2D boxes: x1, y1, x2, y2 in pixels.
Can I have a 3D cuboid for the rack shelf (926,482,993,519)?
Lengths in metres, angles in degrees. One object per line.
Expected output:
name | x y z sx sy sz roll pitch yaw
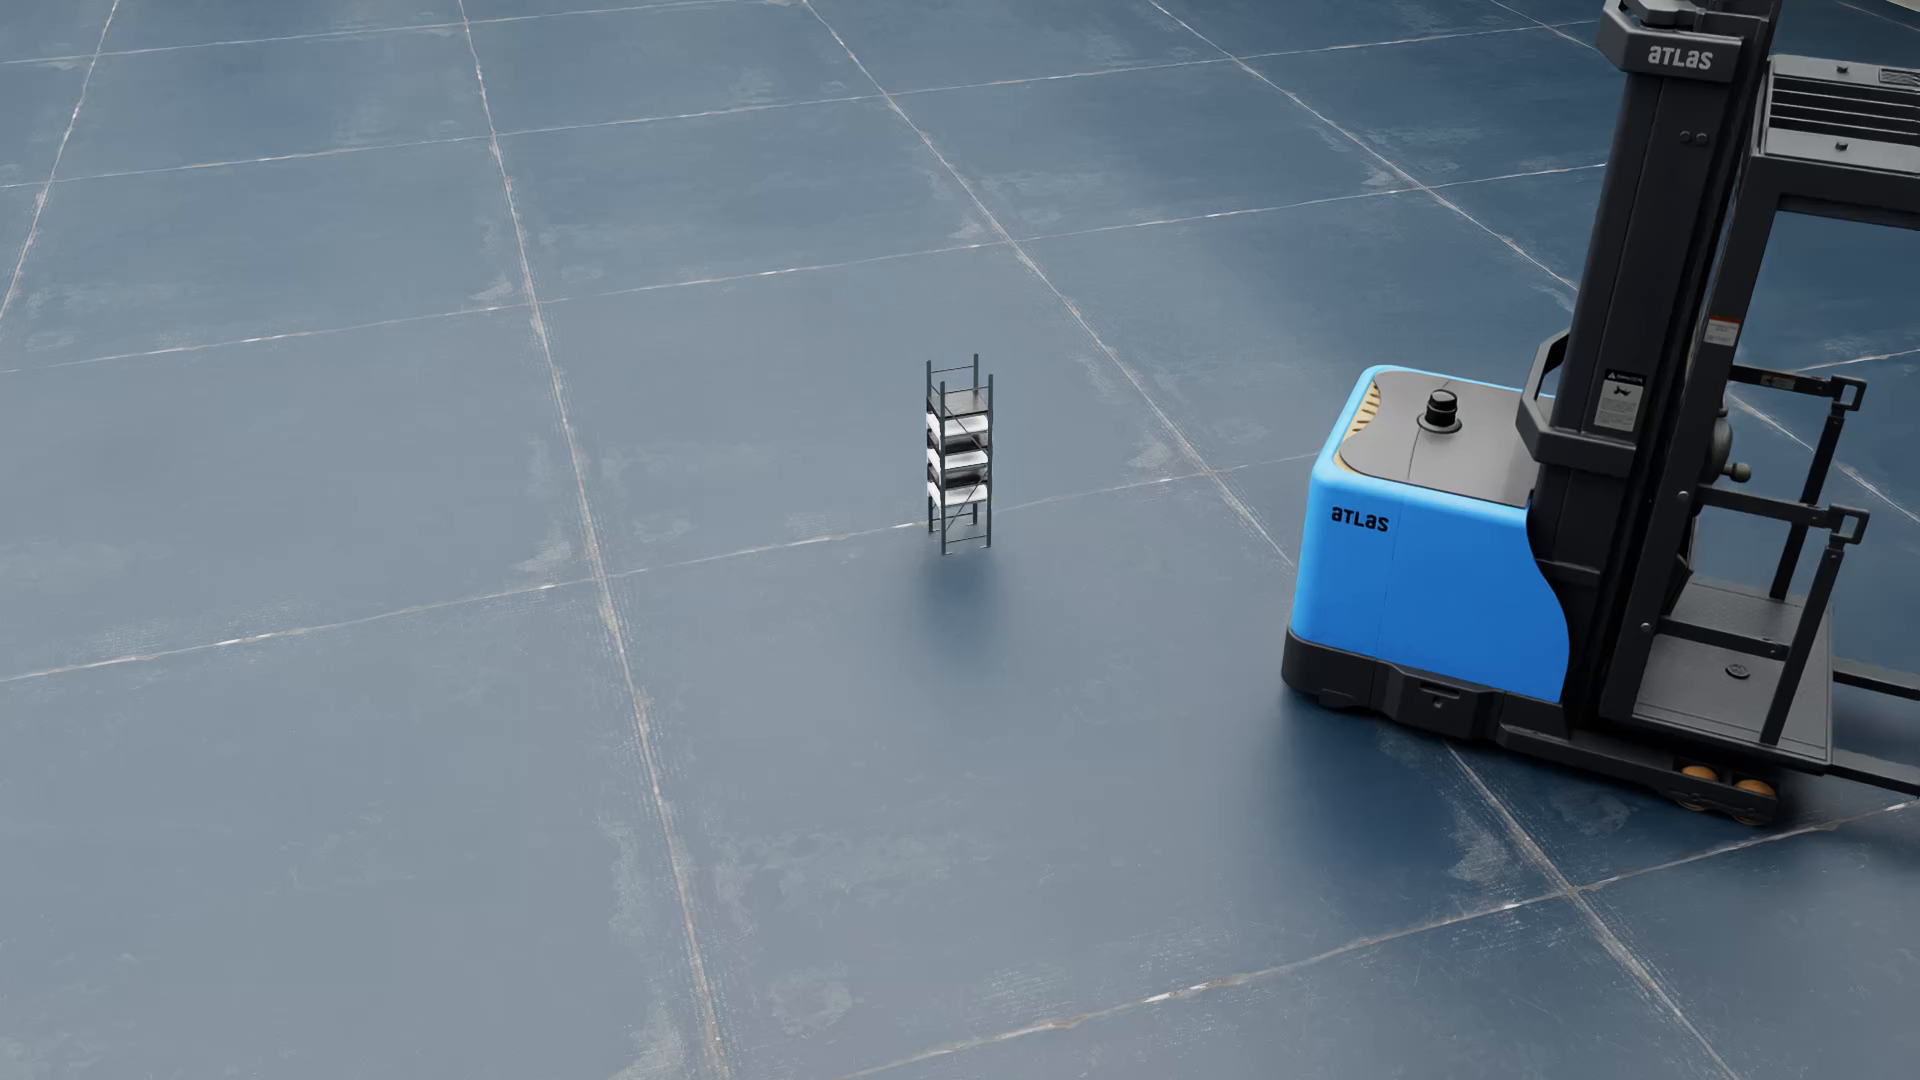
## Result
rack shelf | -0.002 -0.202 7.626 0.258 0.077 0.200 -10 35 -15

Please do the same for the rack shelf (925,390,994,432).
rack shelf | -0.002 -0.577 7.378 0.258 0.077 0.200 -10 35 -15

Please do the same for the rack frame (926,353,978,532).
rack frame | -0.033 -0.433 7.589 0.240 0.900 0.006 -10 35 -15

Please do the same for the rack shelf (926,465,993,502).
rack shelf | -0.002 -0.277 7.576 0.258 0.077 0.200 -10 35 -15

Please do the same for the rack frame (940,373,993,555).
rack frame | 0.029 -0.326 7.428 0.240 0.900 0.006 -10 35 -15

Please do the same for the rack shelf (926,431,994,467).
rack shelf | -0.002 -0.427 7.477 0.258 0.077 0.200 -10 35 -15

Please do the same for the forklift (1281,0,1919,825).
forklift | 2.873 -0.503 5.853 3.031 2.935 1.130 14 36 20

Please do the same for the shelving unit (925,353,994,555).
shelving unit | -0.002 -0.380 7.508 0.258 0.900 0.210 -10 35 -15

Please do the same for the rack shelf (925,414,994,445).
rack shelf | -0.002 -0.502 7.428 0.258 0.077 0.200 -10 35 -15

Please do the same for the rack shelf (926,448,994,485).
rack shelf | -0.002 -0.352 7.527 0.258 0.077 0.200 -10 35 -15
